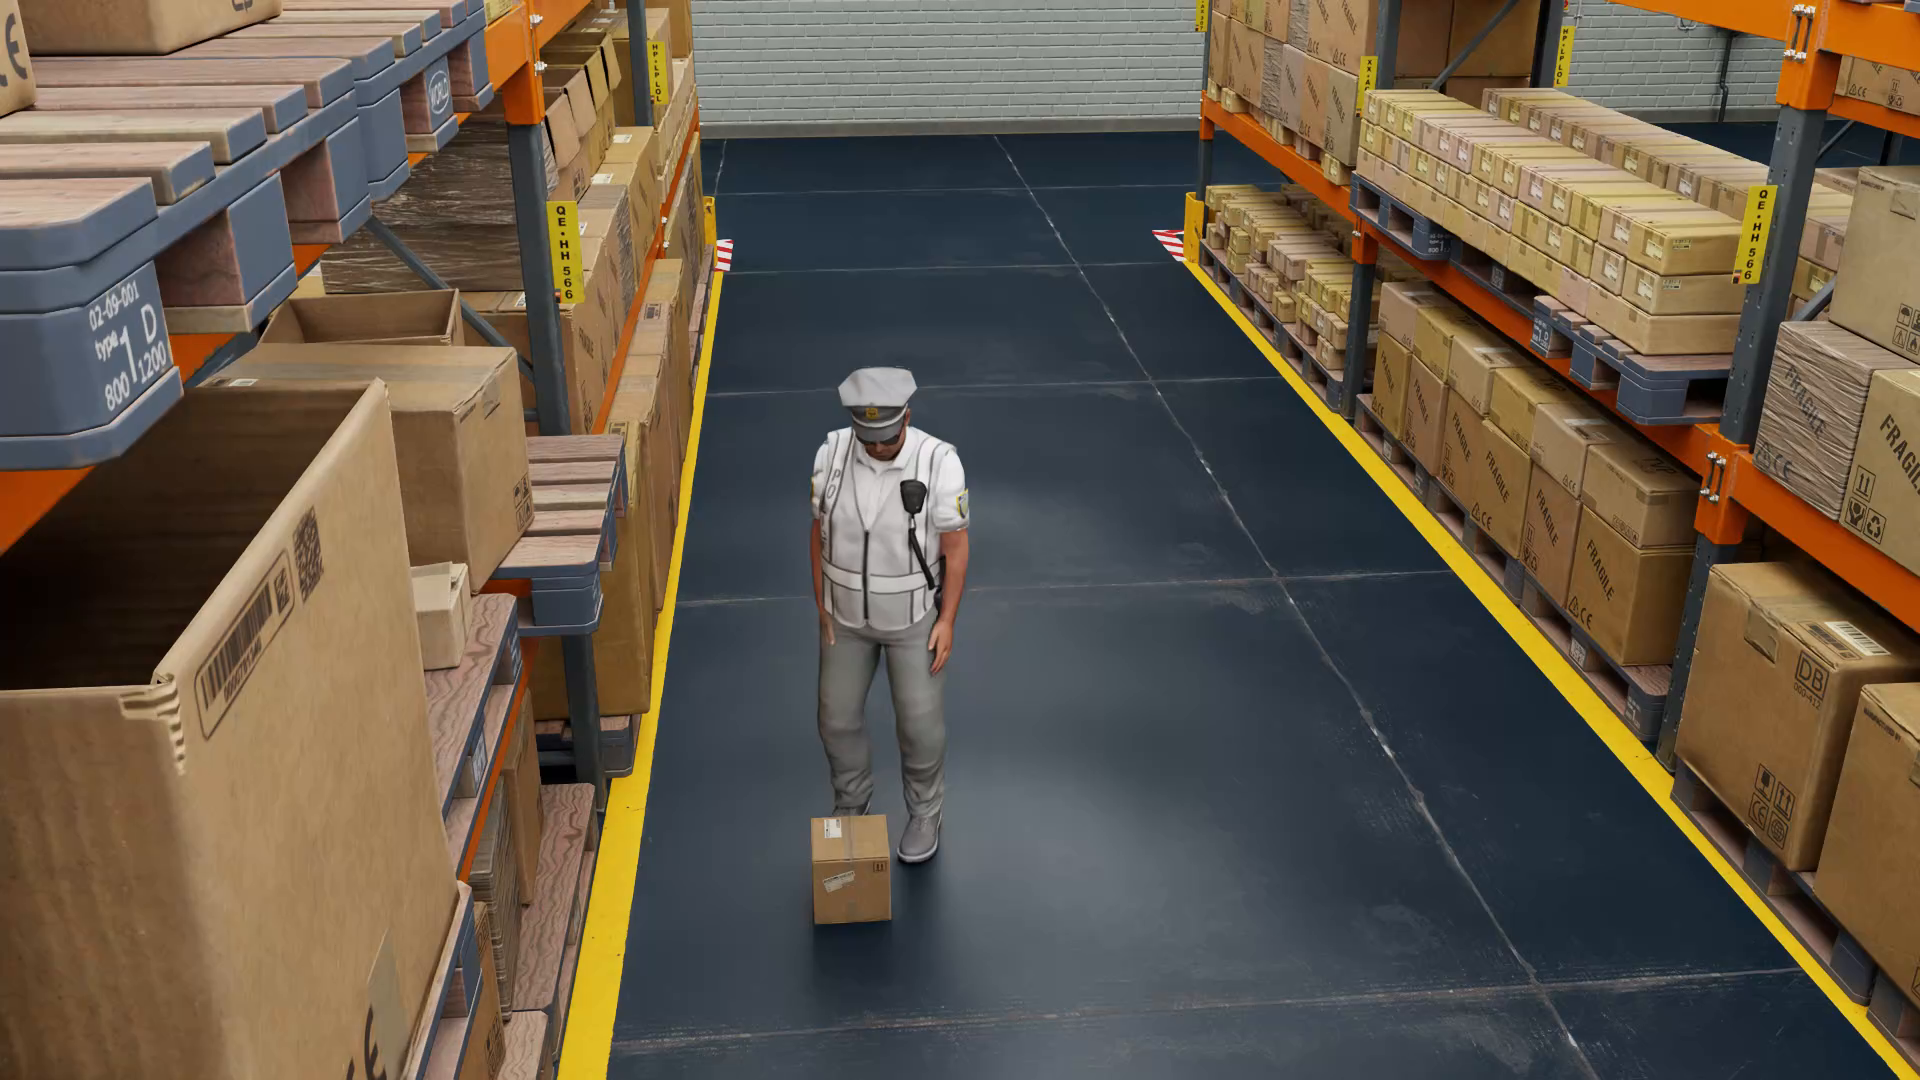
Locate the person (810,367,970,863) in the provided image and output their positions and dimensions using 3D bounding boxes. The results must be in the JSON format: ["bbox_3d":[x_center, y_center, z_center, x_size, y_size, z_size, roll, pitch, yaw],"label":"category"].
[{"bbox_3d":[-0.238,0.253,5.557,0.544,1.726,0.405,6,24,13],"label":"person"}]
